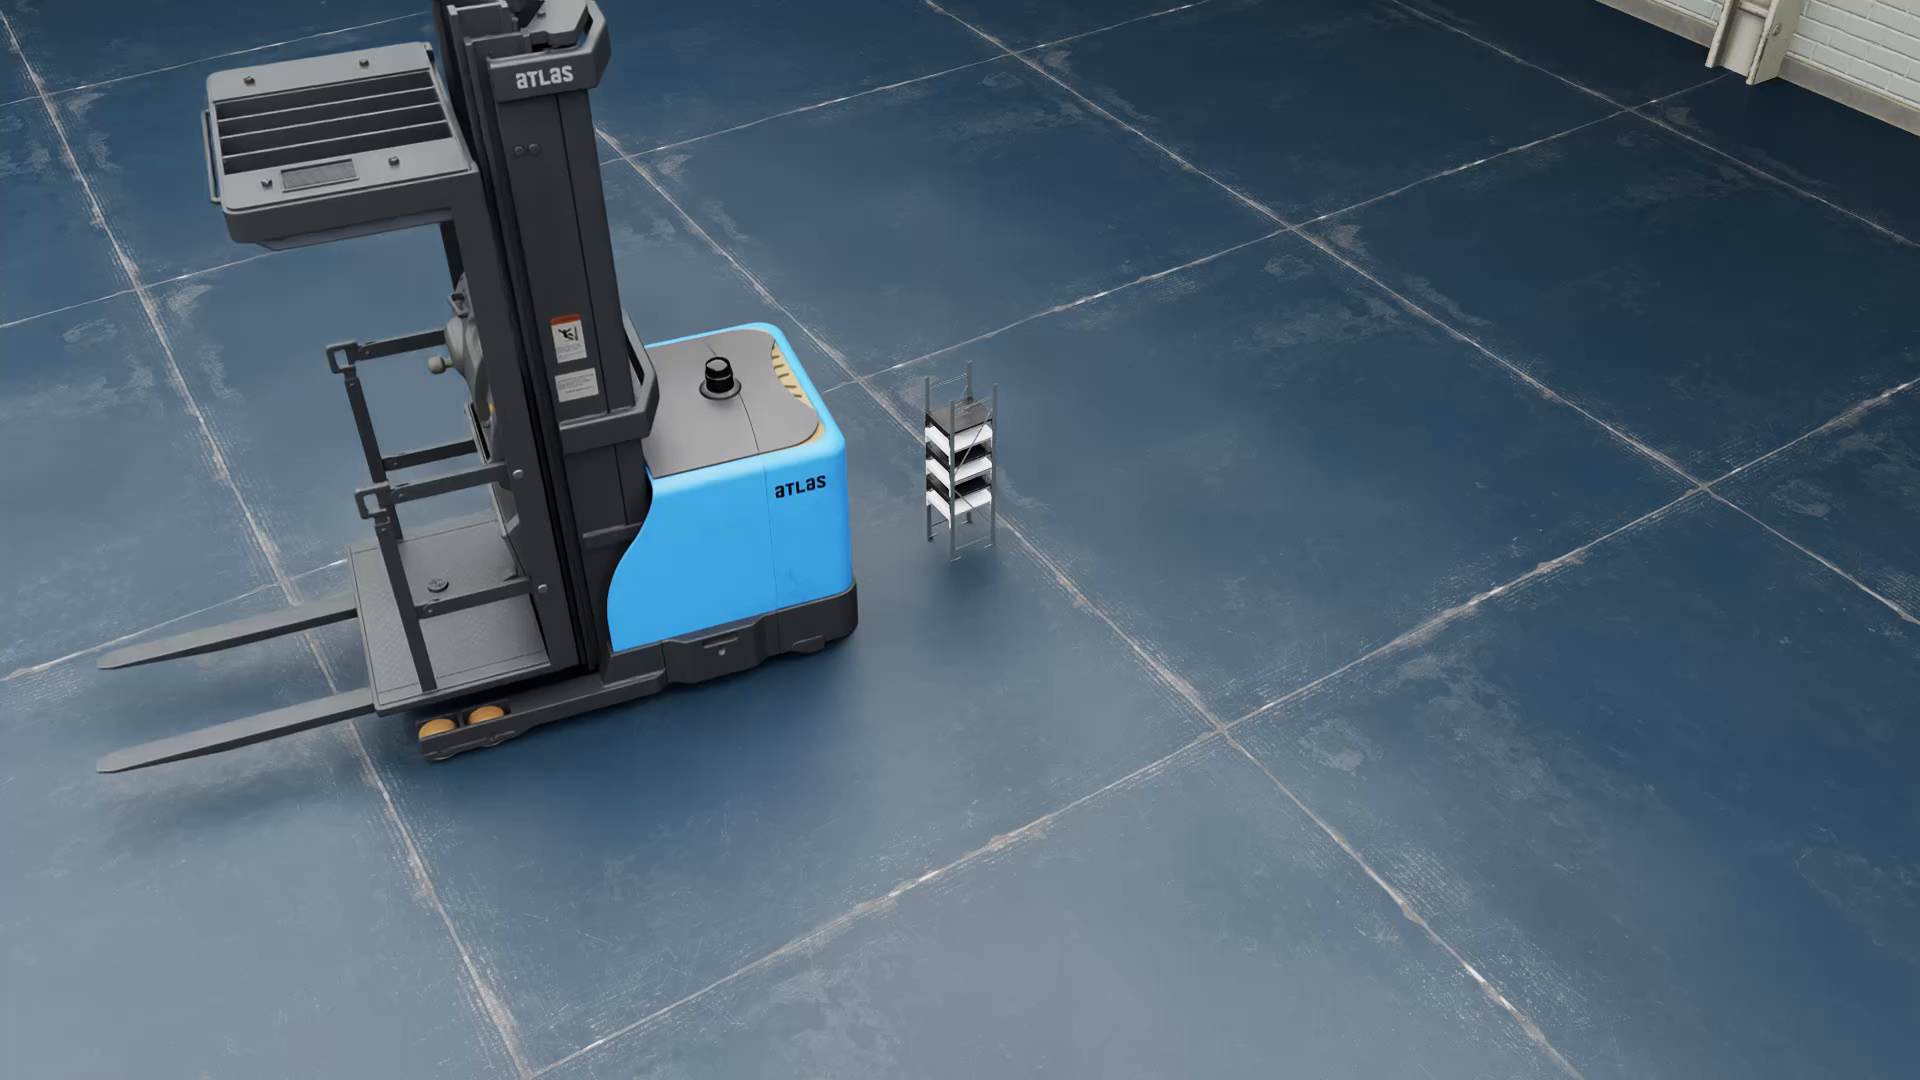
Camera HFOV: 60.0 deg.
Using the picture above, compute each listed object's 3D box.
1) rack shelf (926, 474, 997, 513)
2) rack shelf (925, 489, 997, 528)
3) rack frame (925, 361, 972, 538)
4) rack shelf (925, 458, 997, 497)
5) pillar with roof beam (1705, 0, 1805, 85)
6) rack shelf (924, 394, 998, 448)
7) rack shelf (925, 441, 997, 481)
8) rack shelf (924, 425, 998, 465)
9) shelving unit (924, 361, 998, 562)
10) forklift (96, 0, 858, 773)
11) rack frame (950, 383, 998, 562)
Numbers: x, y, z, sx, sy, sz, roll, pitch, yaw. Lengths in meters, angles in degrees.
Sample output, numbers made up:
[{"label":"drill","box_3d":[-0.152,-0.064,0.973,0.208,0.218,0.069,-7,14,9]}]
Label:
[{"label":"rack shelf","box_3d":[0.004,-0.247,7.536,0.258,0.077,0.200,-22,45,-24]},{"label":"rack shelf","box_3d":[0.004,-0.177,7.593,0.258,0.077,0.200,-22,45,-24]},{"label":"rack frame","box_3d":[-0.050,-0.396,7.523,0.240,0.900,0.006,-22,45,-24]},{"label":"rack shelf","box_3d":[0.004,-0.316,7.478,0.258,0.077,0.200,-22,45,-24]},{"label":"pillar with roof beam","box_3d":[1.887,-5.290,7.068,9.100,9.000,0.400,-22,45,-24]},{"label":"rack shelf","box_3d":[0.004,-0.523,7.305,0.258,0.077,0.200,-22,45,-24]},{"label":"rack shelf","box_3d":[0.004,-0.385,7.420,0.258,0.077,0.200,-22,45,-24]},{"label":"rack shelf","box_3d":[0.004,-0.454,7.363,0.258,0.077,0.200,-22,45,-24]},{"label":"shelving unit","box_3d":[0.004,-0.341,7.457,0.258,0.900,0.210,-22,45,-24]},{"label":"forklift","box_3d":[-2.010,-0.628,6.214,3.031,2.935,1.130,-14,42,-17]},{"label":"rack frame","box_3d":[0.059,-0.286,7.391,0.240,0.900,0.006,-22,45,-24]}]
